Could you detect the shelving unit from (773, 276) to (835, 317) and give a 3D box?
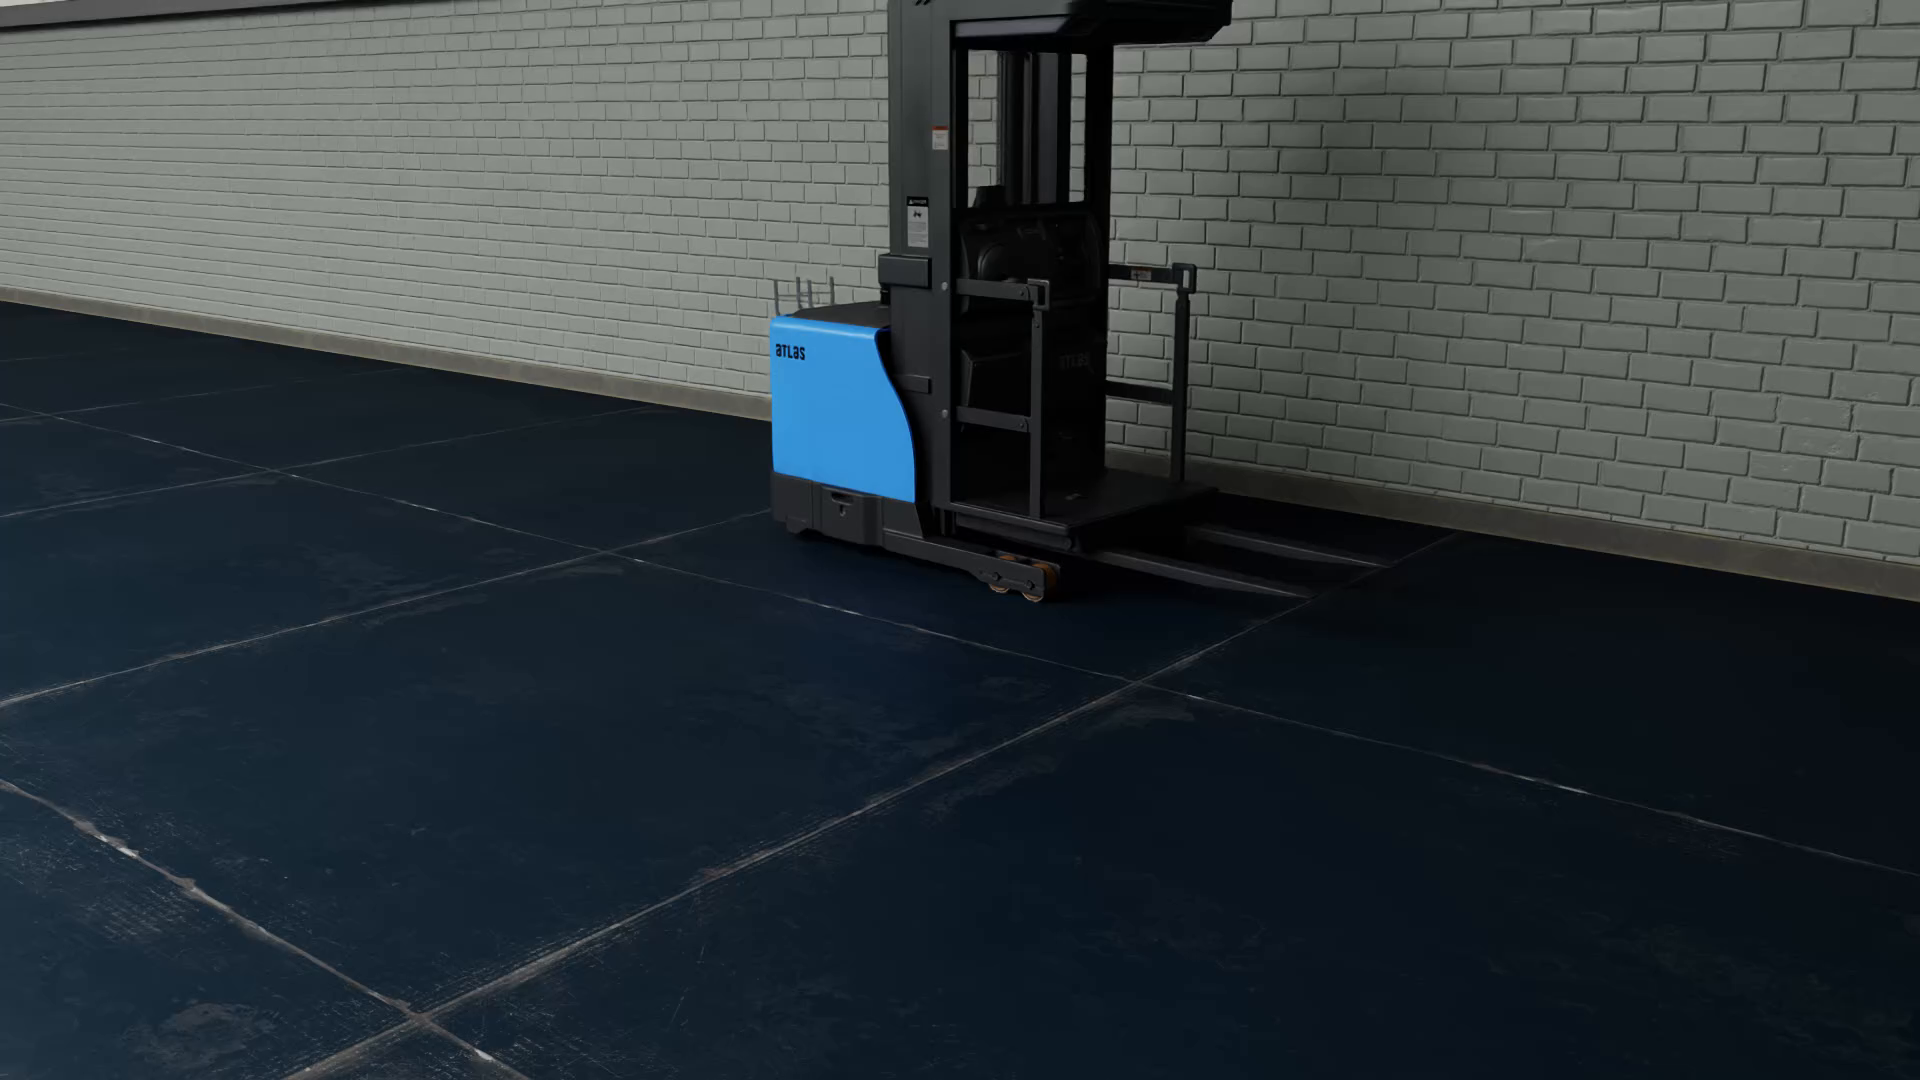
[{"bbox_3d":[-0.773,-0.753,8.620,0.258,1.200,0.189,6,15,33],"label":"shelving unit"}]

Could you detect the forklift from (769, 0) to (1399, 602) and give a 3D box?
[{"bbox_3d":[0.476,-1.300,7.287,3.031,2.935,1.130,13,19,42],"label":"forklift"}]

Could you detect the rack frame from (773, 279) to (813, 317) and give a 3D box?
[{"bbox_3d":[-0.823,-0.734,8.546,0.240,1.200,0.006,6,15,33],"label":"rack frame"}]

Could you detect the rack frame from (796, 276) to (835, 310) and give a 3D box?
[{"bbox_3d":[-0.723,-0.772,8.695,0.240,1.200,0.006,6,15,33],"label":"rack frame"}]
